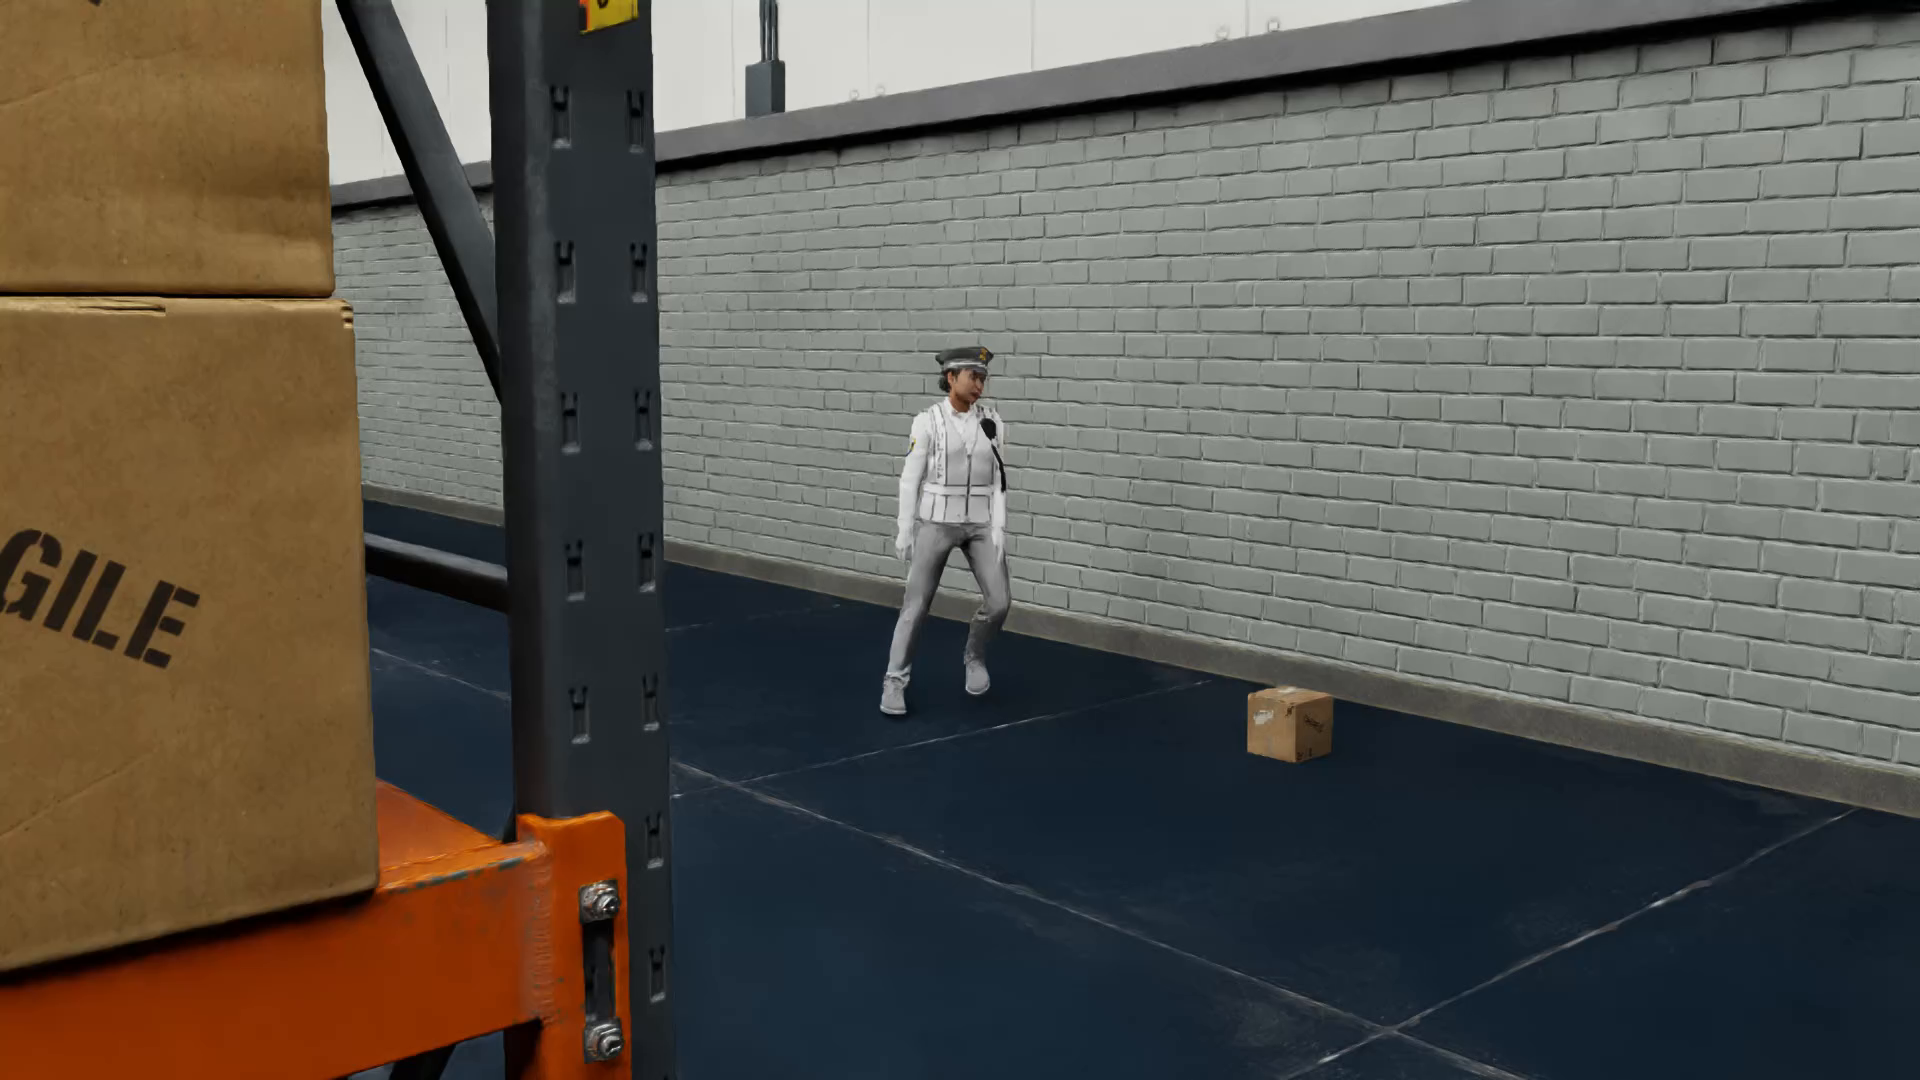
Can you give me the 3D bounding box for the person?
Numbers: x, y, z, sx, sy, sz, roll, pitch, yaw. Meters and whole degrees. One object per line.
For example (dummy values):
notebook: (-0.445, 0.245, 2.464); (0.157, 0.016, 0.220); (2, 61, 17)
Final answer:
person: (-0.077, -0.048, 7.564); (0.606, 1.664, 0.437); (-2, 8, -18)
